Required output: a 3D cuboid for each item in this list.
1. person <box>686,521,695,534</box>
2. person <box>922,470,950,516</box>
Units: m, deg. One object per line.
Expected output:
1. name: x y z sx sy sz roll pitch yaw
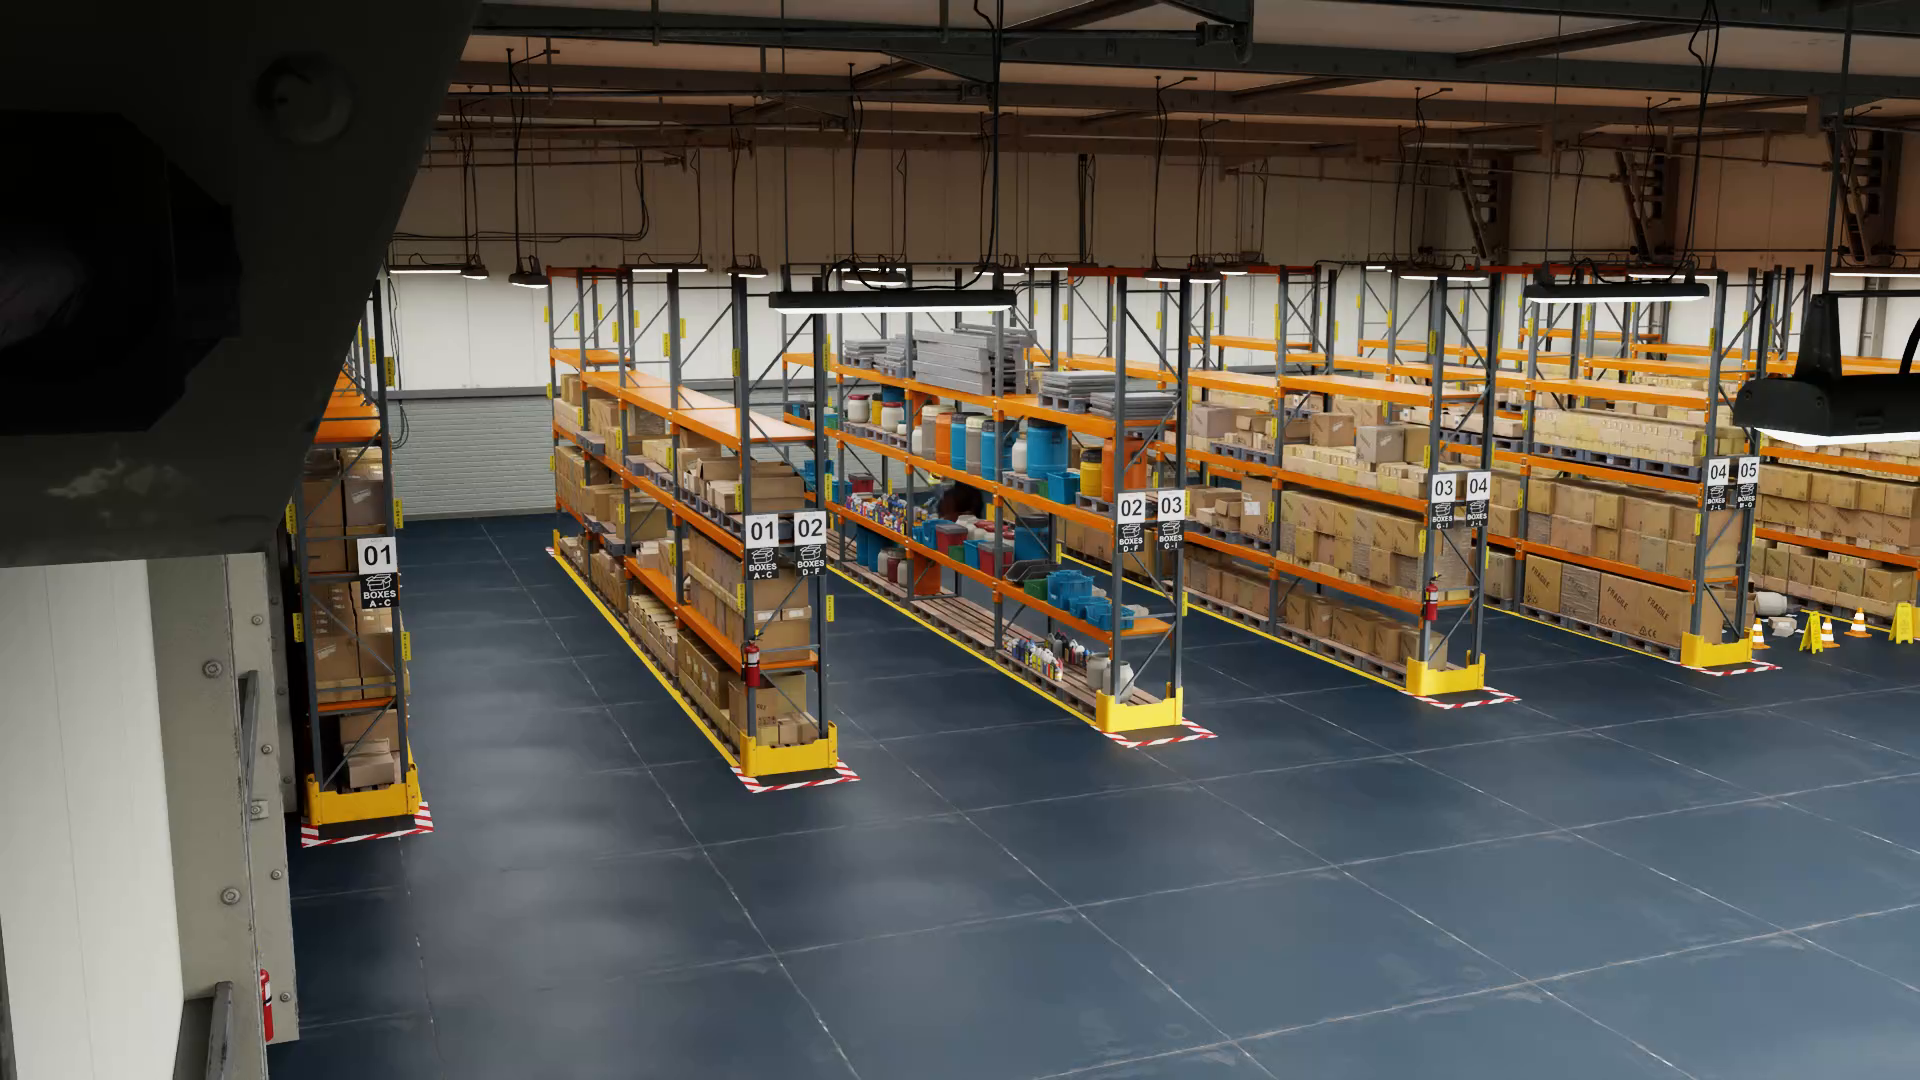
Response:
1. person: -5.624 -0.540 34.471 0.713 1.748 1.070 -7 12 -35
2. person: -0.578 -1.354 39.437 0.605 1.718 0.697 -2 10 -9
